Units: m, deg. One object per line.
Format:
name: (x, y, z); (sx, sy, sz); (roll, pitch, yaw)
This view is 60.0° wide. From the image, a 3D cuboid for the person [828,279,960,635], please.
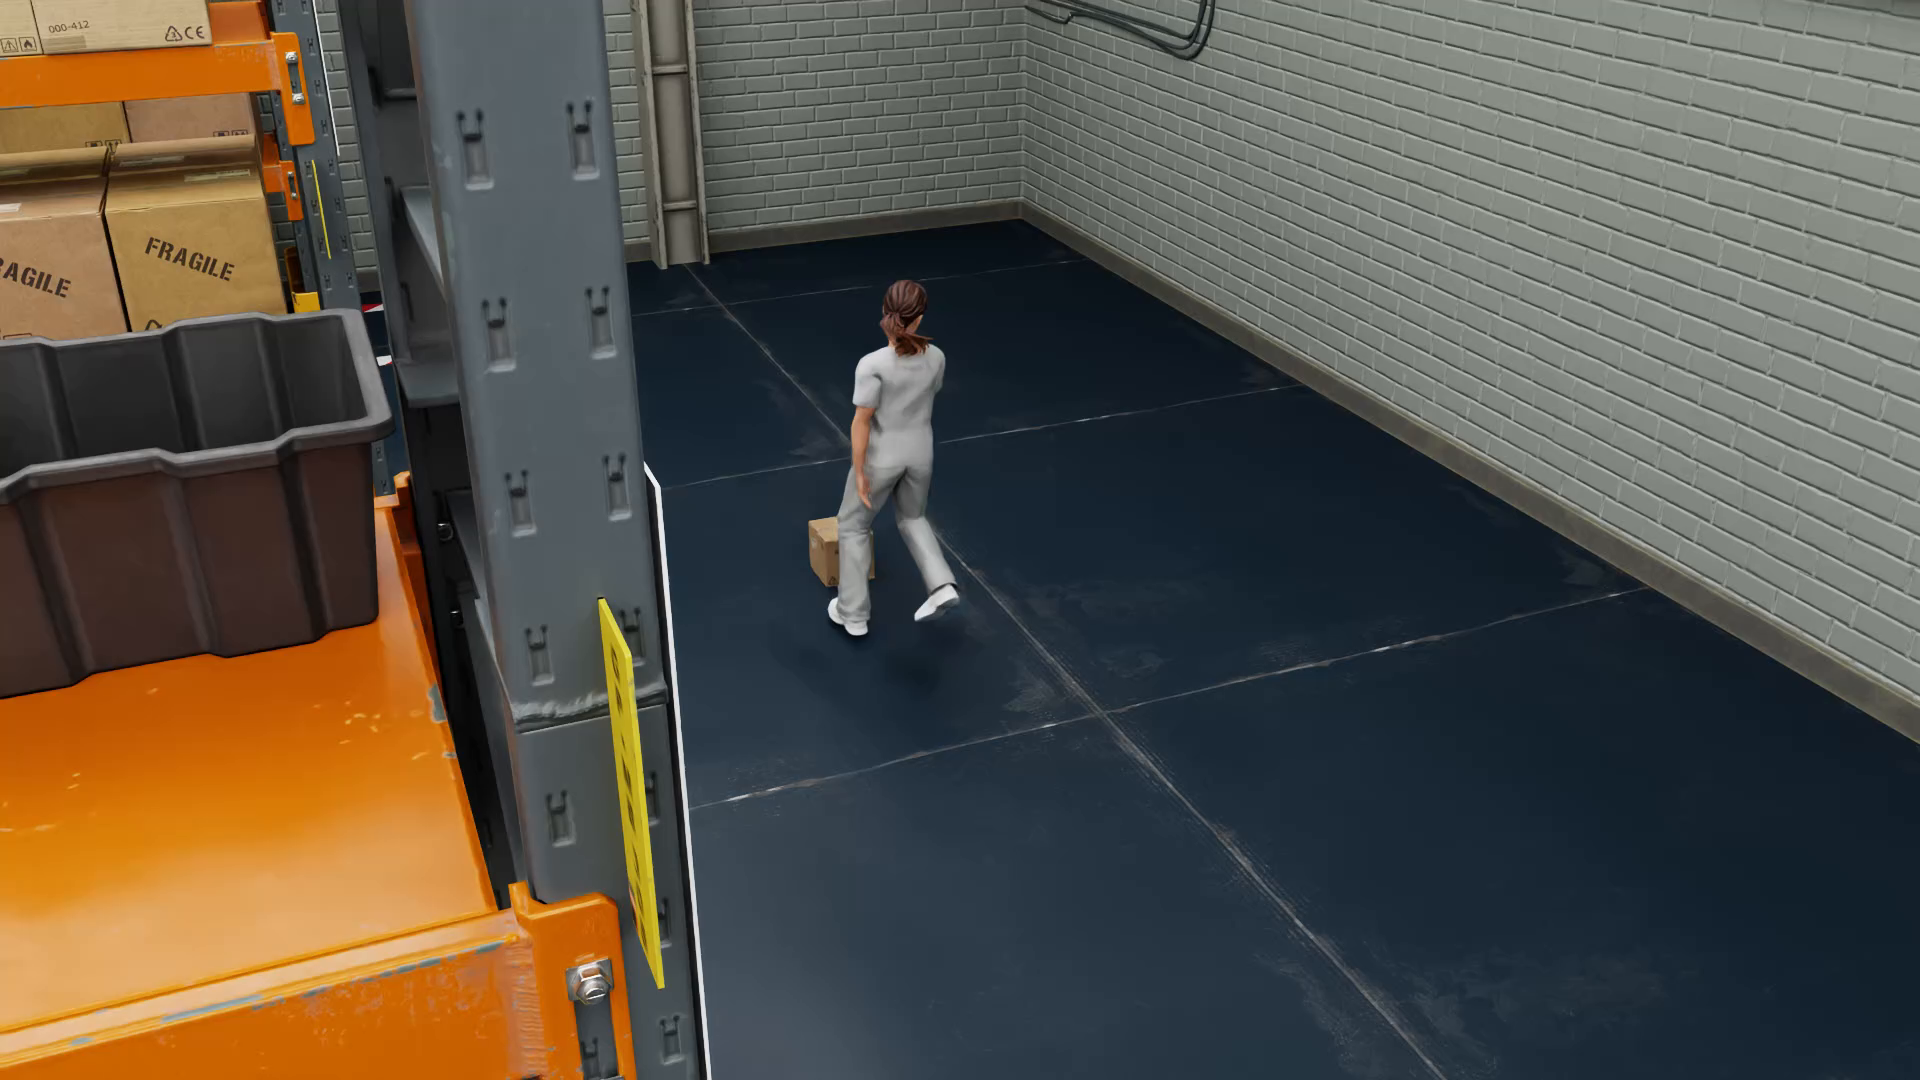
person: (-0.283, -0.328, 7.260); (0.494, 1.640, 0.633); (-13, 29, -25)
